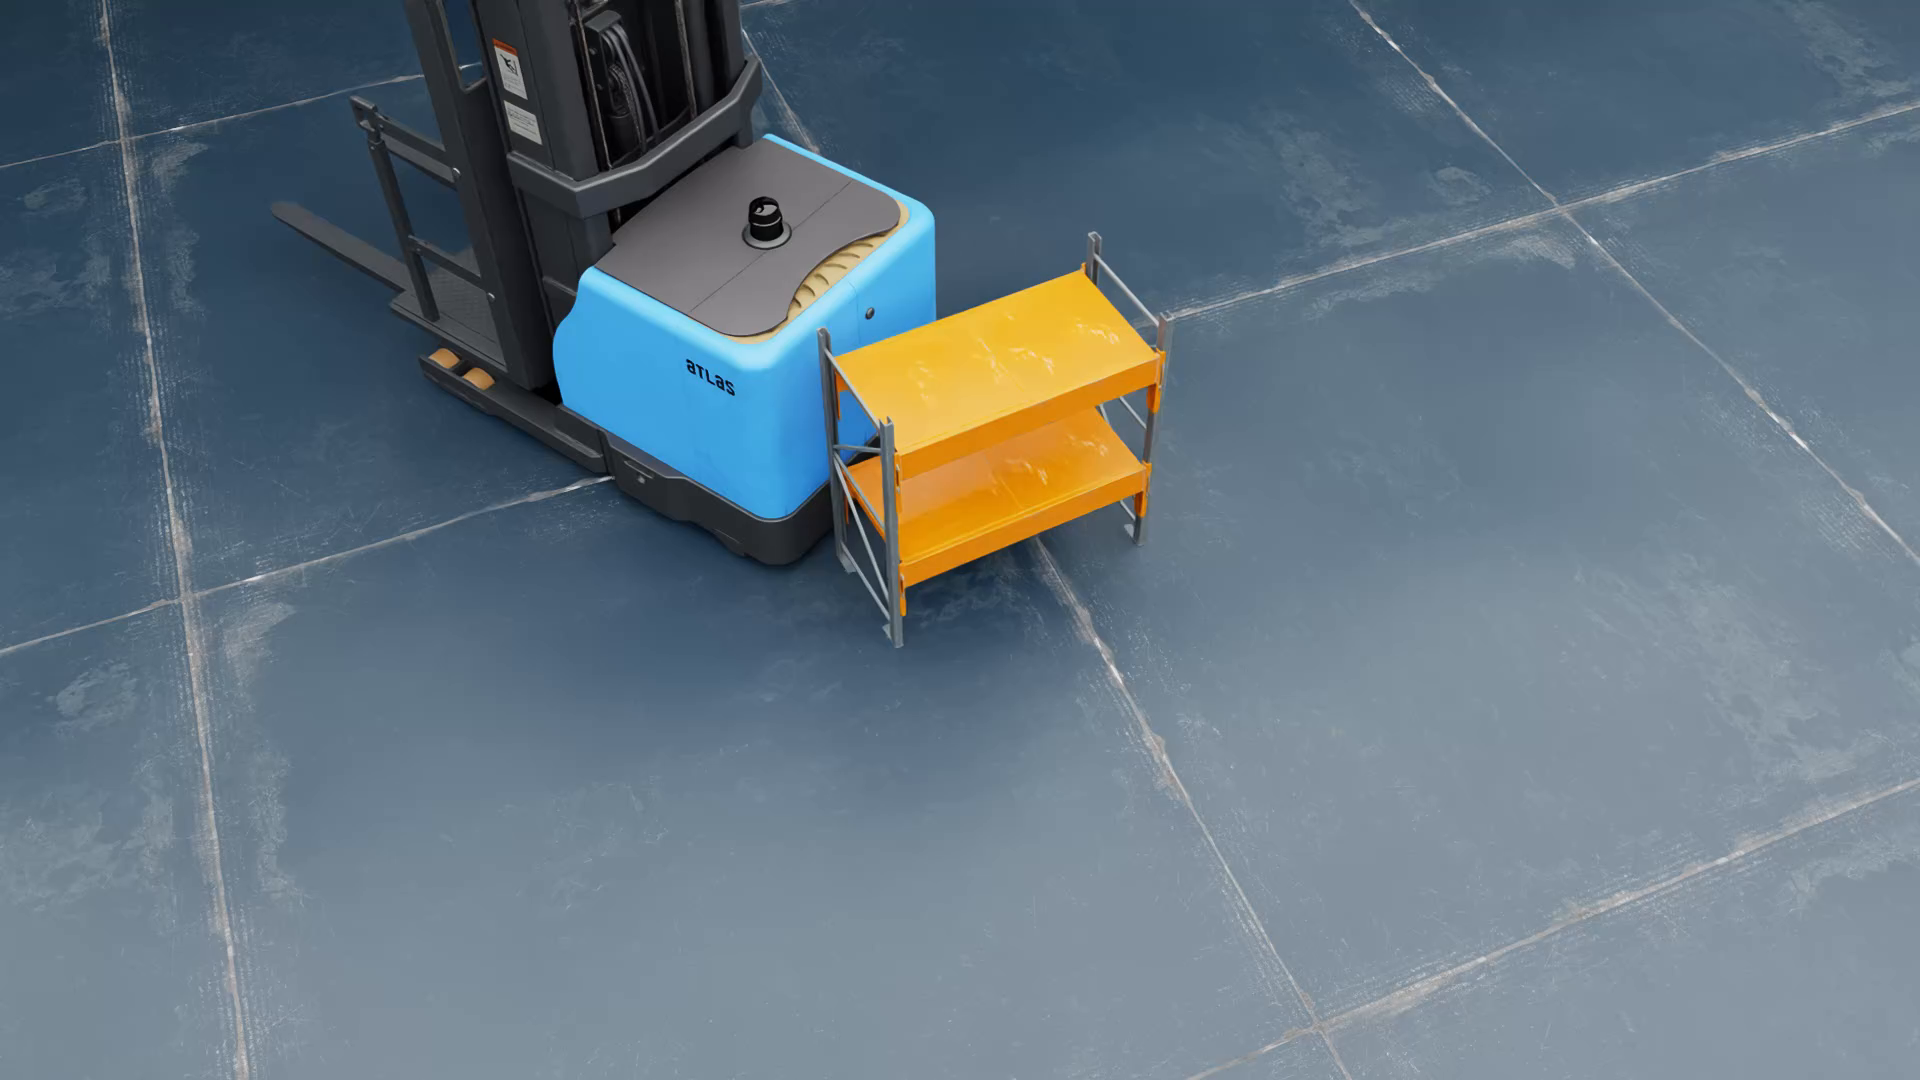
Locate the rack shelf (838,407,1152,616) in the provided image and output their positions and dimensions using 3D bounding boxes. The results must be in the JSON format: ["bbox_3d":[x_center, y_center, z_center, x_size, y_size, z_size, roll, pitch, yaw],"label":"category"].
[{"bbox_3d":[0.117,-0.173,5.980,1.000,0.278,0.538,-22,53,-18],"label":"rack shelf"}]

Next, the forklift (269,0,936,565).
[{"bbox_3d":[-1.566,-1.778,5.845,3.031,2.935,1.130,29,55,22],"label":"forklift"}]

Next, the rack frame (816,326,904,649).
[{"bbox_3d":[-0.332,-0.151,5.639,0.032,1.125,0.500,-22,53,-18],"label":"rack frame"}]

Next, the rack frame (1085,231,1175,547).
[{"bbox_3d":[0.565,-0.514,5.950,0.032,1.125,0.500,-22,53,-18],"label":"rack frame"}]

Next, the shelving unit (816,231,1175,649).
[{"bbox_3d":[0.117,-0.333,5.794,1.048,1.125,0.538,-22,53,-18],"label":"shelving unit"}]

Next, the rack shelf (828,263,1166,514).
[{"bbox_3d":[0.117,-0.523,5.572,1.000,0.278,0.538,-22,53,-18],"label":"rack shelf"}]
